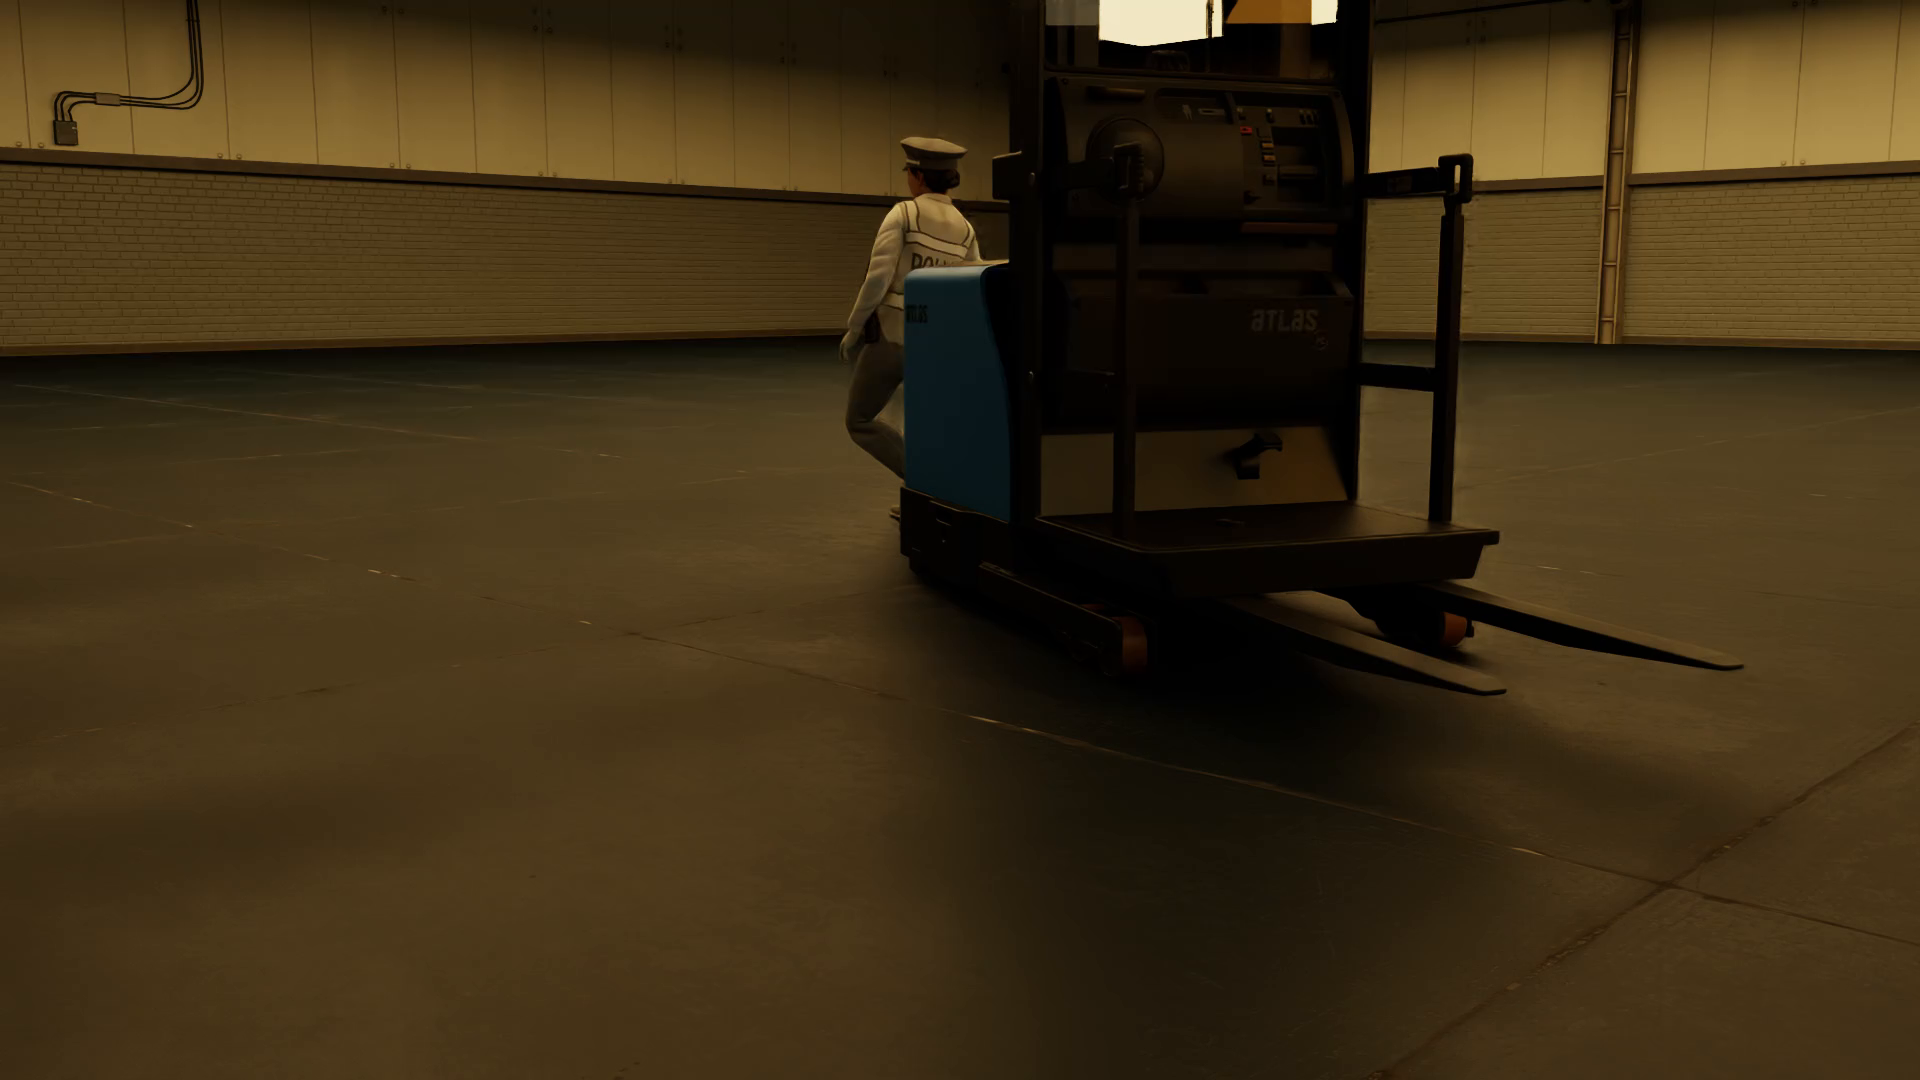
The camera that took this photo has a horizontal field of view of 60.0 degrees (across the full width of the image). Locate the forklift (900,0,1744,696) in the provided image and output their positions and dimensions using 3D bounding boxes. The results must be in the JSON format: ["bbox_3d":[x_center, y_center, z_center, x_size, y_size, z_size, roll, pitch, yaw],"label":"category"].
[{"bbox_3d":[0.789,-1.159,4.570,1.130,2.935,3.031,-3,9,-21],"label":"forklift"}]

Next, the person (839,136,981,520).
[{"bbox_3d":[-0.214,-0.815,6.778,0.660,1.603,0.642,-6,10,-35],"label":"person"}]
